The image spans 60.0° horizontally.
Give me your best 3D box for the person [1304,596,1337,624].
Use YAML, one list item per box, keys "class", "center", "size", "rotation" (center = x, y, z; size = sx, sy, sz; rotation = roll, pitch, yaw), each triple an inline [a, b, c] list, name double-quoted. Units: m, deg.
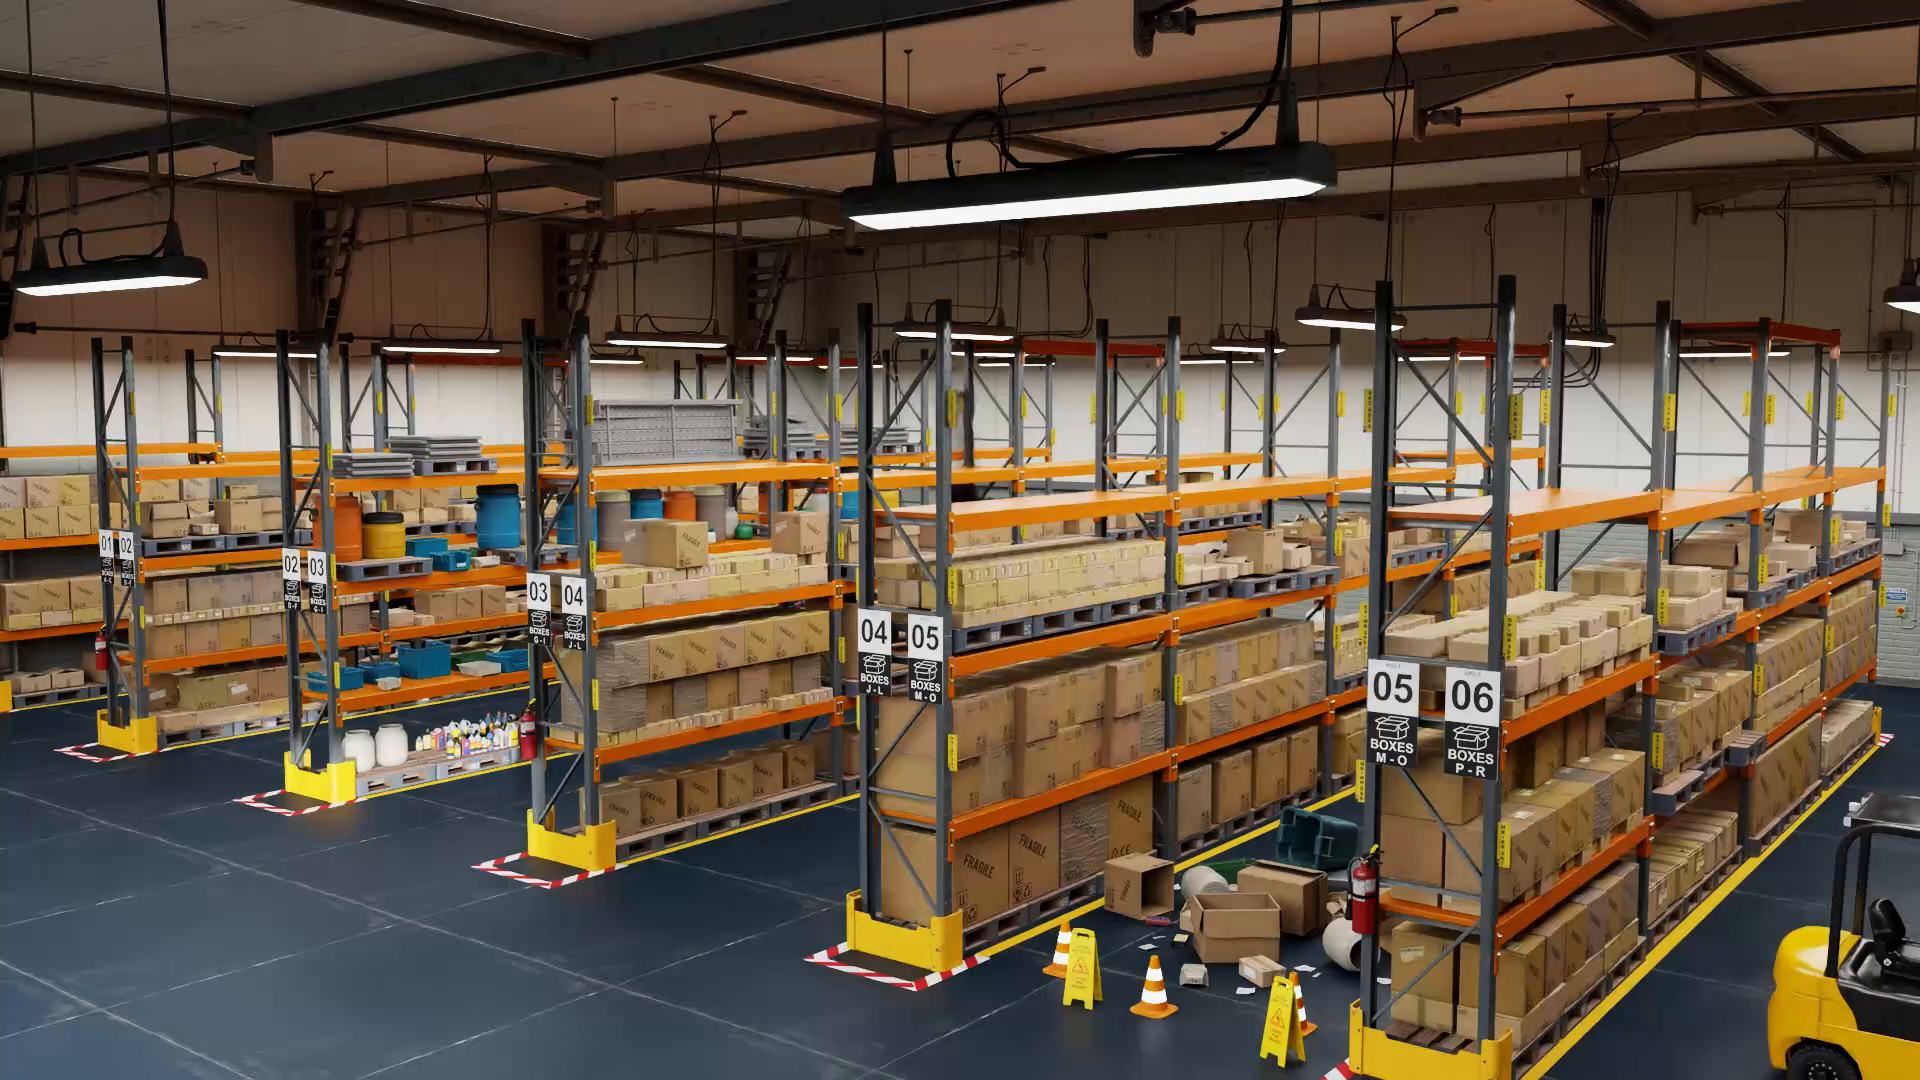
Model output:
- class: "person"
  center: [6.448, 1.784, 29.720]
  size: [0.640, 1.614, 0.645]
  rotation: [1, 5, 14]
